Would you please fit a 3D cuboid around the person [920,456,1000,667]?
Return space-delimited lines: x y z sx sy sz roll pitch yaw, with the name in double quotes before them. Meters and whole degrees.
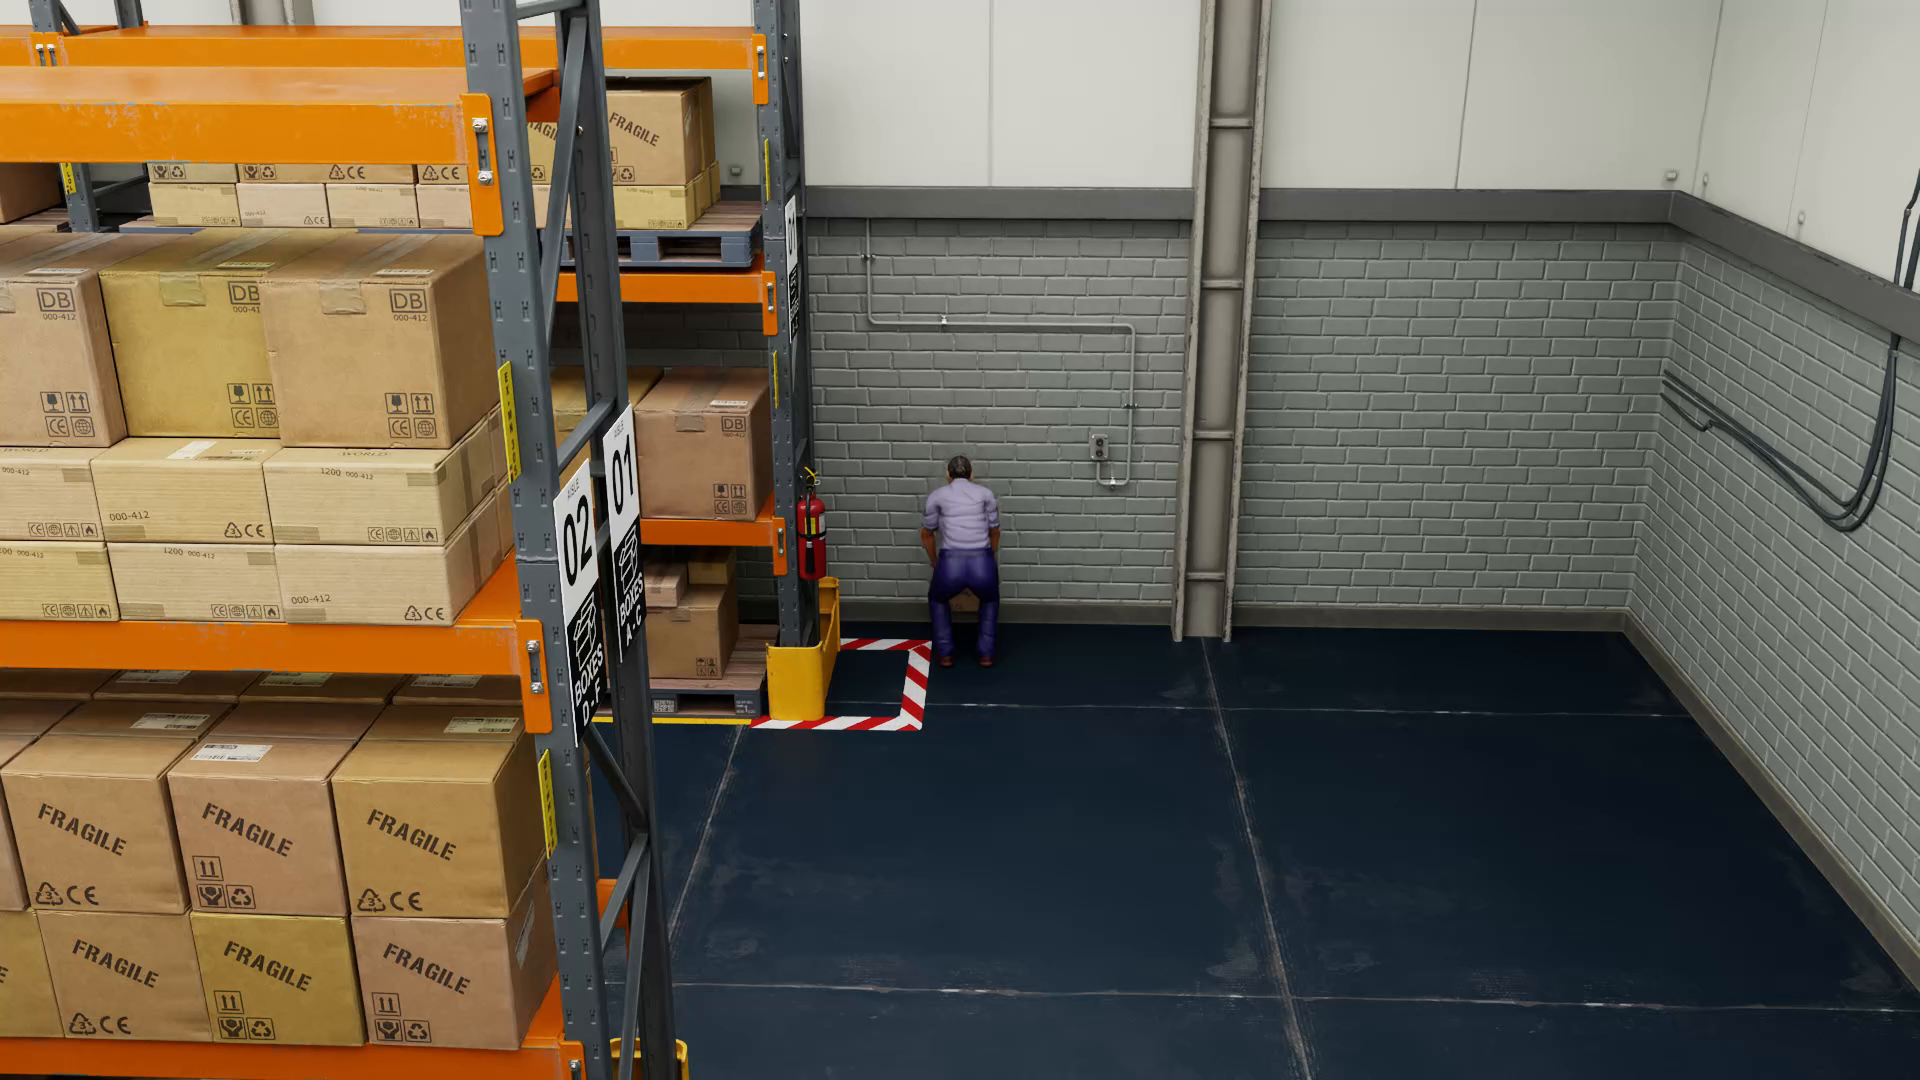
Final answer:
"person" 0.004 0.167 11.072 0.536 1.368 0.654 0 21 0
